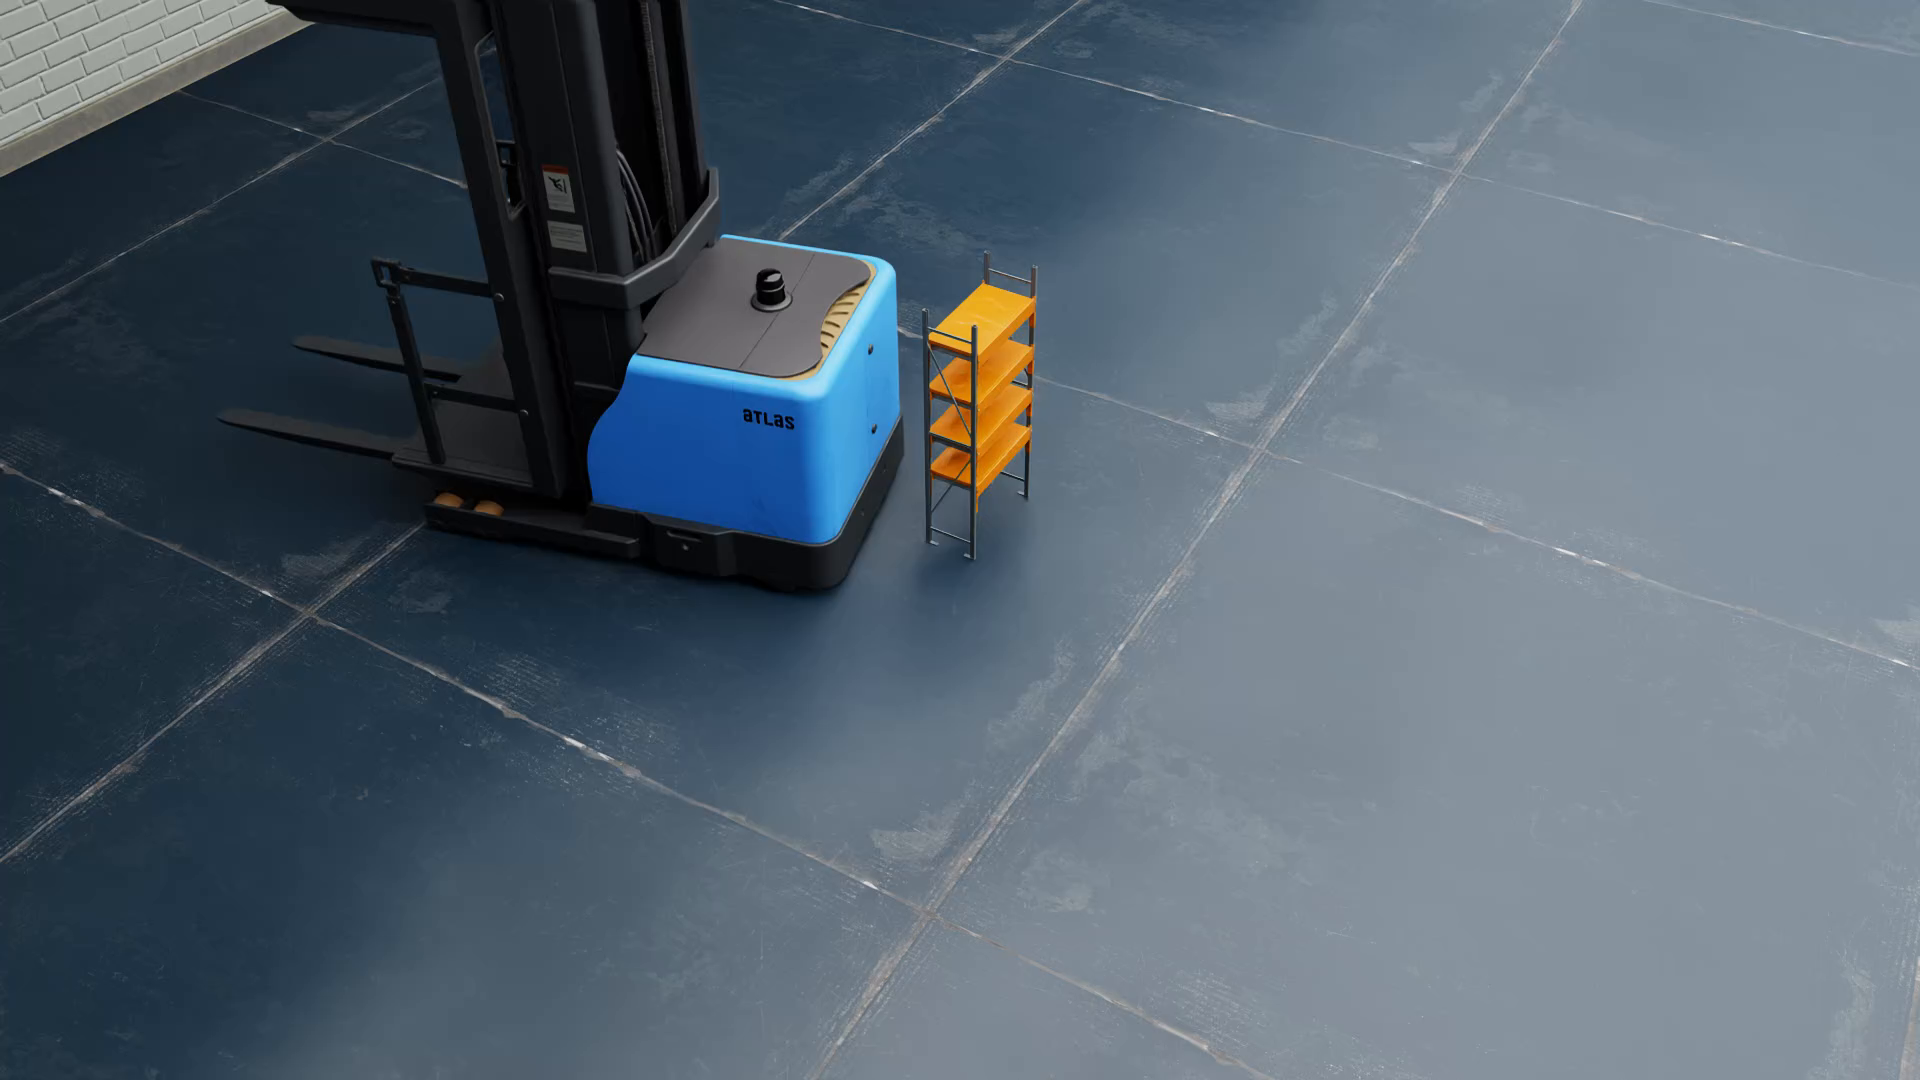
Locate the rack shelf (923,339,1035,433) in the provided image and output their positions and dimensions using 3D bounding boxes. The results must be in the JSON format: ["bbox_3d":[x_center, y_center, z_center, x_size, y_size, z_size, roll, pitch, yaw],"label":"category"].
[{"bbox_3d":[0.083,-0.662,6.858,0.258,0.148,0.480,21,45,22],"label":"rack shelf"}]

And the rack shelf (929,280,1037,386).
[{"bbox_3d":[0.083,-0.840,6.701,0.258,0.148,0.480,21,45,22],"label":"rack shelf"}]

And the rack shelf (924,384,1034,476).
[{"bbox_3d":[0.083,-0.495,7.005,0.258,0.148,0.480,21,45,22],"label":"rack shelf"}]

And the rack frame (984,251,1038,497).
[{"bbox_3d":[0.205,-0.685,7.120,0.240,1.200,0.015,21,45,22],"label":"rack frame"}]

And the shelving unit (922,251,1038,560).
[{"bbox_3d":[0.083,-0.545,6.961,0.258,1.200,0.503,21,45,22],"label":"shelving unit"}]

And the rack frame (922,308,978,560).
[{"bbox_3d":[-0.039,-0.405,6.802,0.240,1.200,0.015,21,45,22],"label":"rack frame"}]

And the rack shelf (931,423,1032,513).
[{"bbox_3d":[0.083,-0.345,7.137,0.258,0.148,0.480,21,45,22],"label":"rack shelf"}]

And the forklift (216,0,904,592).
[{"bbox_3d":[-1.830,-1.430,6.656,3.031,2.935,1.130,11,42,12],"label":"forklift"}]
